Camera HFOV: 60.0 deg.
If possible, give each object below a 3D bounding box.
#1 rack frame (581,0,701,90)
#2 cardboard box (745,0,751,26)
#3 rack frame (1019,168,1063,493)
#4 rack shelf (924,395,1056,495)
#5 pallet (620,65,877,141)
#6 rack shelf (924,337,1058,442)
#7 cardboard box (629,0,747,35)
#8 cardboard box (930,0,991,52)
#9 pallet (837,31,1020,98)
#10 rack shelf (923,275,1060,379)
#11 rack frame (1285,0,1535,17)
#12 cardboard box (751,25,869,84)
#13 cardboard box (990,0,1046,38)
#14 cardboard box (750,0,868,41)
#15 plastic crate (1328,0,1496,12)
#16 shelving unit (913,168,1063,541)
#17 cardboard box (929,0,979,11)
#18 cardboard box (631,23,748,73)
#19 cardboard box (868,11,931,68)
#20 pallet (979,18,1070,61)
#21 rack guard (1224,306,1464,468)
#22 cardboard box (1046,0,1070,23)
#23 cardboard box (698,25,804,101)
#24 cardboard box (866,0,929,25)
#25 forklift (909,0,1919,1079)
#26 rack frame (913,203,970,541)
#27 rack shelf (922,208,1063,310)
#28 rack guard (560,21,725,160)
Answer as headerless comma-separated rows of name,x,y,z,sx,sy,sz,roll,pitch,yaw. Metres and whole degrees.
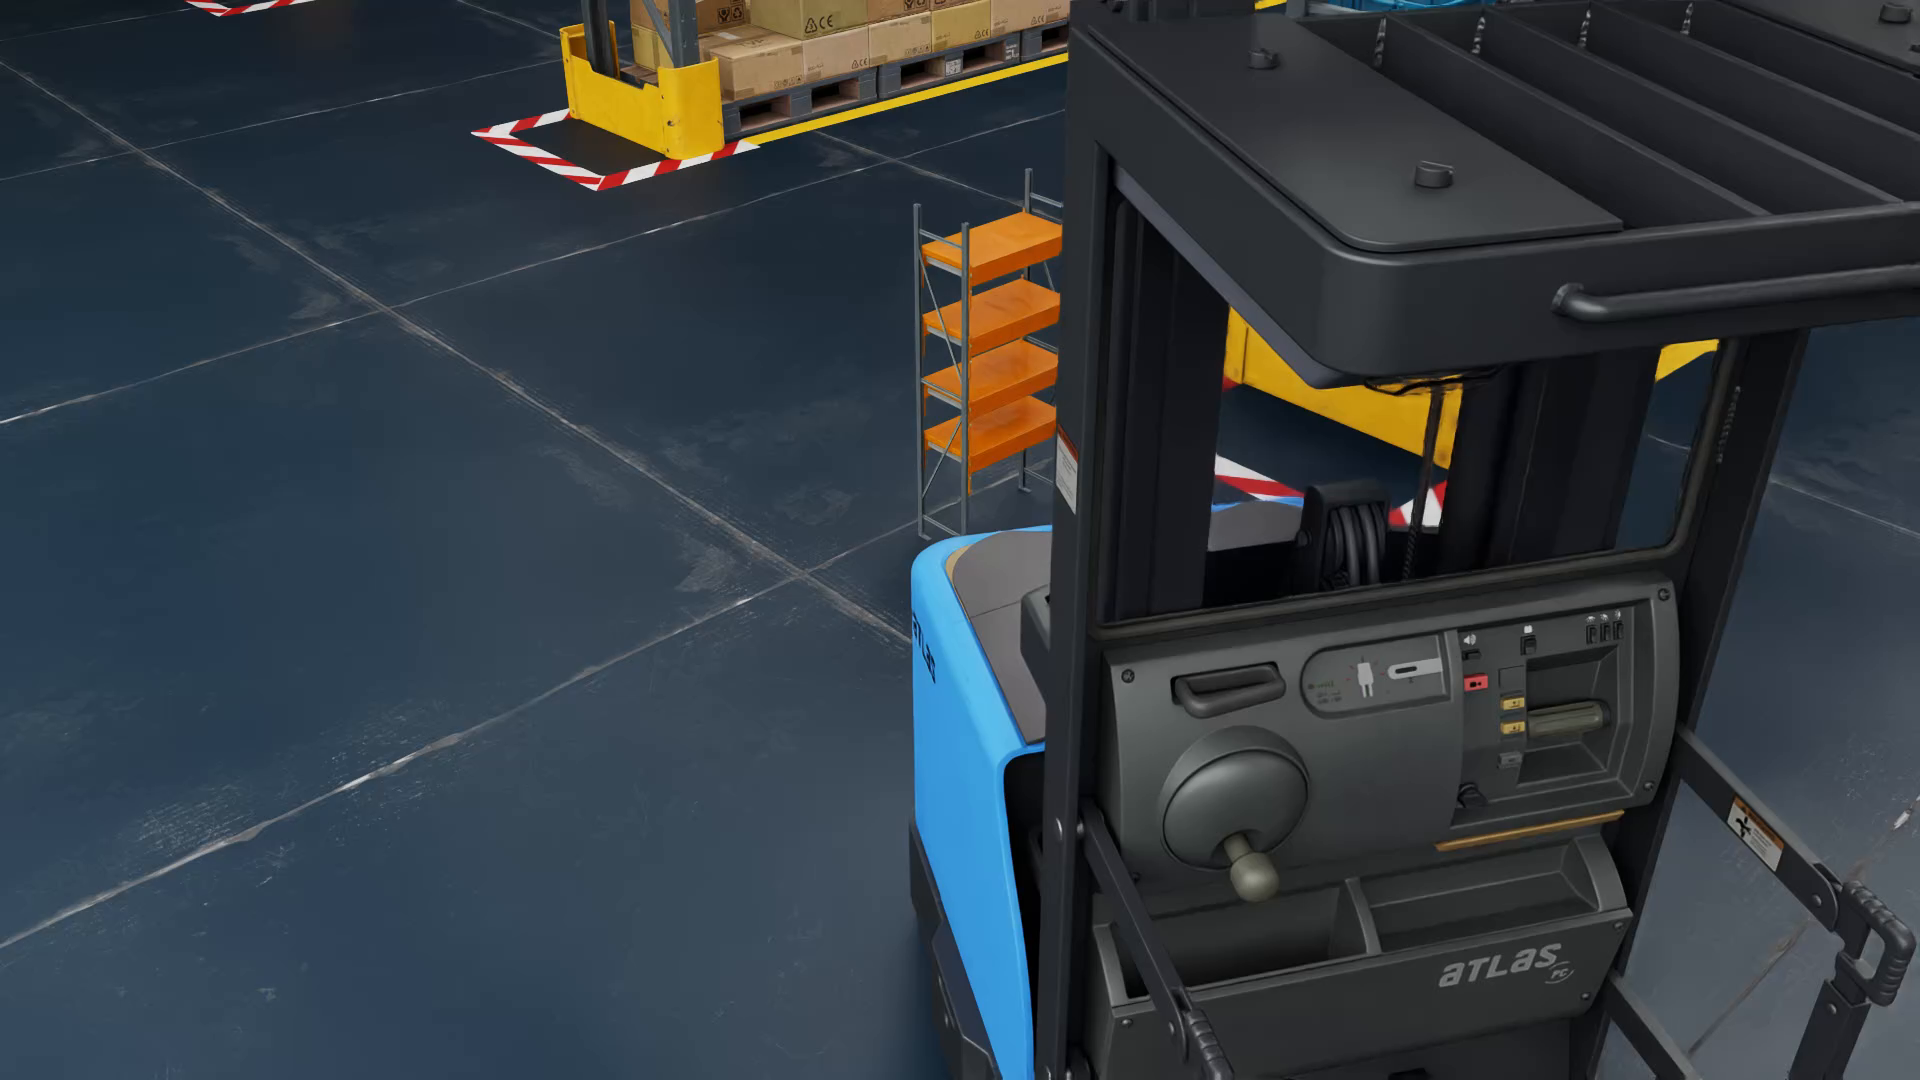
rack frame,-1.802,-3.656,8.853,0.127,3.000,1.000,-26,40,-35
cardboard box,-1.252,-3.147,10.254,0.500,0.250,0.500,-26,40,-35
rack frame,0.300,-0.657,5.675,0.015,1.200,0.240,-26,40,-35
rack shelf,0.121,-0.344,5.672,0.480,0.148,0.258,-26,40,-35
pallet,-1.270,-2.753,10.050,1.213,0.211,1.003,-26,40,-35
rack shelf,0.121,-0.513,5.568,0.480,0.148,0.258,-26,40,-35
cardboard box,-1.612,-3.286,9.762,0.500,0.500,0.500,-26,40,-35
cardboard box,-0.157,-3.298,10.502,0.500,0.250,0.500,-26,40,-35
pallet,-0.376,-3.184,10.754,1.213,0.211,1.003,-26,40,-35
rack shelf,0.121,-0.704,5.451,0.480,0.148,0.258,-26,40,-35
rack frame,1.563,-1.759,5.752,0.127,3.000,1.000,-26,40,-35
cardboard box,-0.894,-2.946,9.925,0.500,0.250,0.500,-26,40,-35
cardboard box,0.209,-3.476,10.792,0.500,0.250,0.500,-26,40,-35
cardboard box,-0.893,-3.265,9.728,0.500,0.500,0.500,-26,40,-35
plastic crate,1.726,-1.988,6.268,0.616,0.251,0.499,-26,40,-35
shelving unit,0.121,-0.571,5.533,0.503,1.200,0.258,-26,40,-35
cardboard box,-0.156,-3.618,10.305,0.500,0.500,0.500,-26,40,-35
cardboard box,-1.610,-2.965,9.957,0.500,0.250,0.500,-26,40,-35
cardboard box,-0.527,-3.123,10.215,0.500,0.250,0.500,-26,40,-35
pallet,0.519,-3.619,11.466,1.213,0.211,1.003,-26,40,-35
rack guard,1.586,-0.738,6.478,0.348,0.500,1.175,-26,40,-35
cardboard box,0.566,-3.659,11.091,0.500,0.250,0.500,-26,40,-35
cardboard box,-1.258,-2.767,9.633,0.500,0.250,0.500,-26,40,-35
cardboard box,-0.535,-3.447,10.026,0.500,0.500,0.500,-26,40,-35
forklift,0.731,0.351,2.366,1.130,2.935,3.031,-7,32,-12
rack frame,-0.058,-0.484,5.391,0.015,1.200,0.240,-26,40,-35
rack shelf,0.121,-0.906,5.328,0.480,0.148,0.258,-26,40,-35
rack guard,-1.820,-2.581,9.491,0.348,0.500,1.175,-26,40,-35
